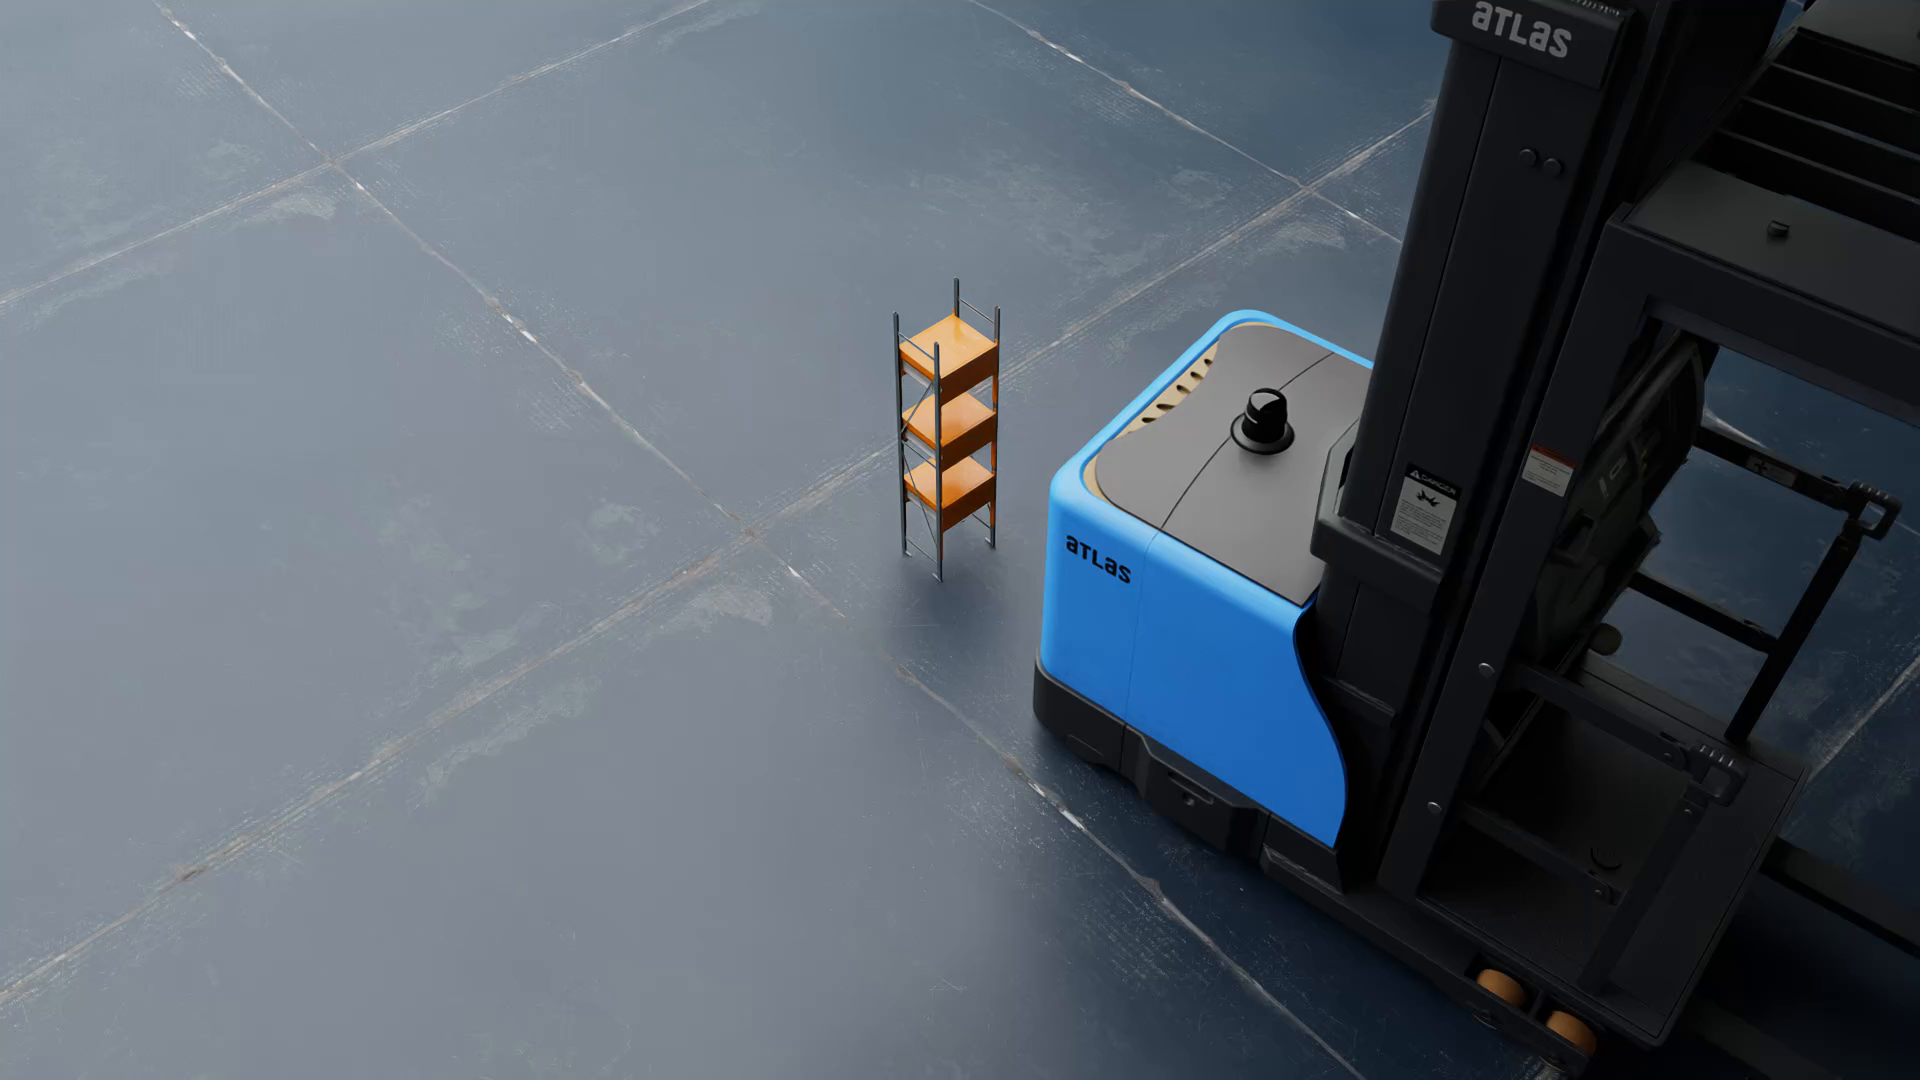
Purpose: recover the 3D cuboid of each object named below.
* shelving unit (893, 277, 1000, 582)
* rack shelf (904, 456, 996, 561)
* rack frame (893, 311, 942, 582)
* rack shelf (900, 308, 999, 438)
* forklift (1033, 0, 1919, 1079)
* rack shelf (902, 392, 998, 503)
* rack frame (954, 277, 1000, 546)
[{"bbox_3d":[-0.040,-0.330,5.340,0.252,1.050,0.215,-34,56,-27],"label":"shelving unit"},{"bbox_3d":[-0.040,-0.134,5.552,0.240,0.259,0.215,-34,56,-27],"label":"rack shelf"},{"bbox_3d":[-0.130,-0.269,5.284,0.008,1.050,0.200,-34,56,-27],"label":"rack frame"},{"bbox_3d":[-0.040,-0.515,5.139,0.240,0.259,0.215,-34,56,-27],"label":"rack shelf"},{"bbox_3d":[1.694,-0.024,3.778,3.031,2.935,1.130,30,54,25],"label":"forklift"},{"bbox_3d":[-0.040,-0.322,5.348,0.240,0.259,0.215,-34,56,-27],"label":"rack shelf"},{"bbox_3d":[0.051,-0.390,5.395,0.008,1.050,0.200,-34,56,-27],"label":"rack frame"}]
